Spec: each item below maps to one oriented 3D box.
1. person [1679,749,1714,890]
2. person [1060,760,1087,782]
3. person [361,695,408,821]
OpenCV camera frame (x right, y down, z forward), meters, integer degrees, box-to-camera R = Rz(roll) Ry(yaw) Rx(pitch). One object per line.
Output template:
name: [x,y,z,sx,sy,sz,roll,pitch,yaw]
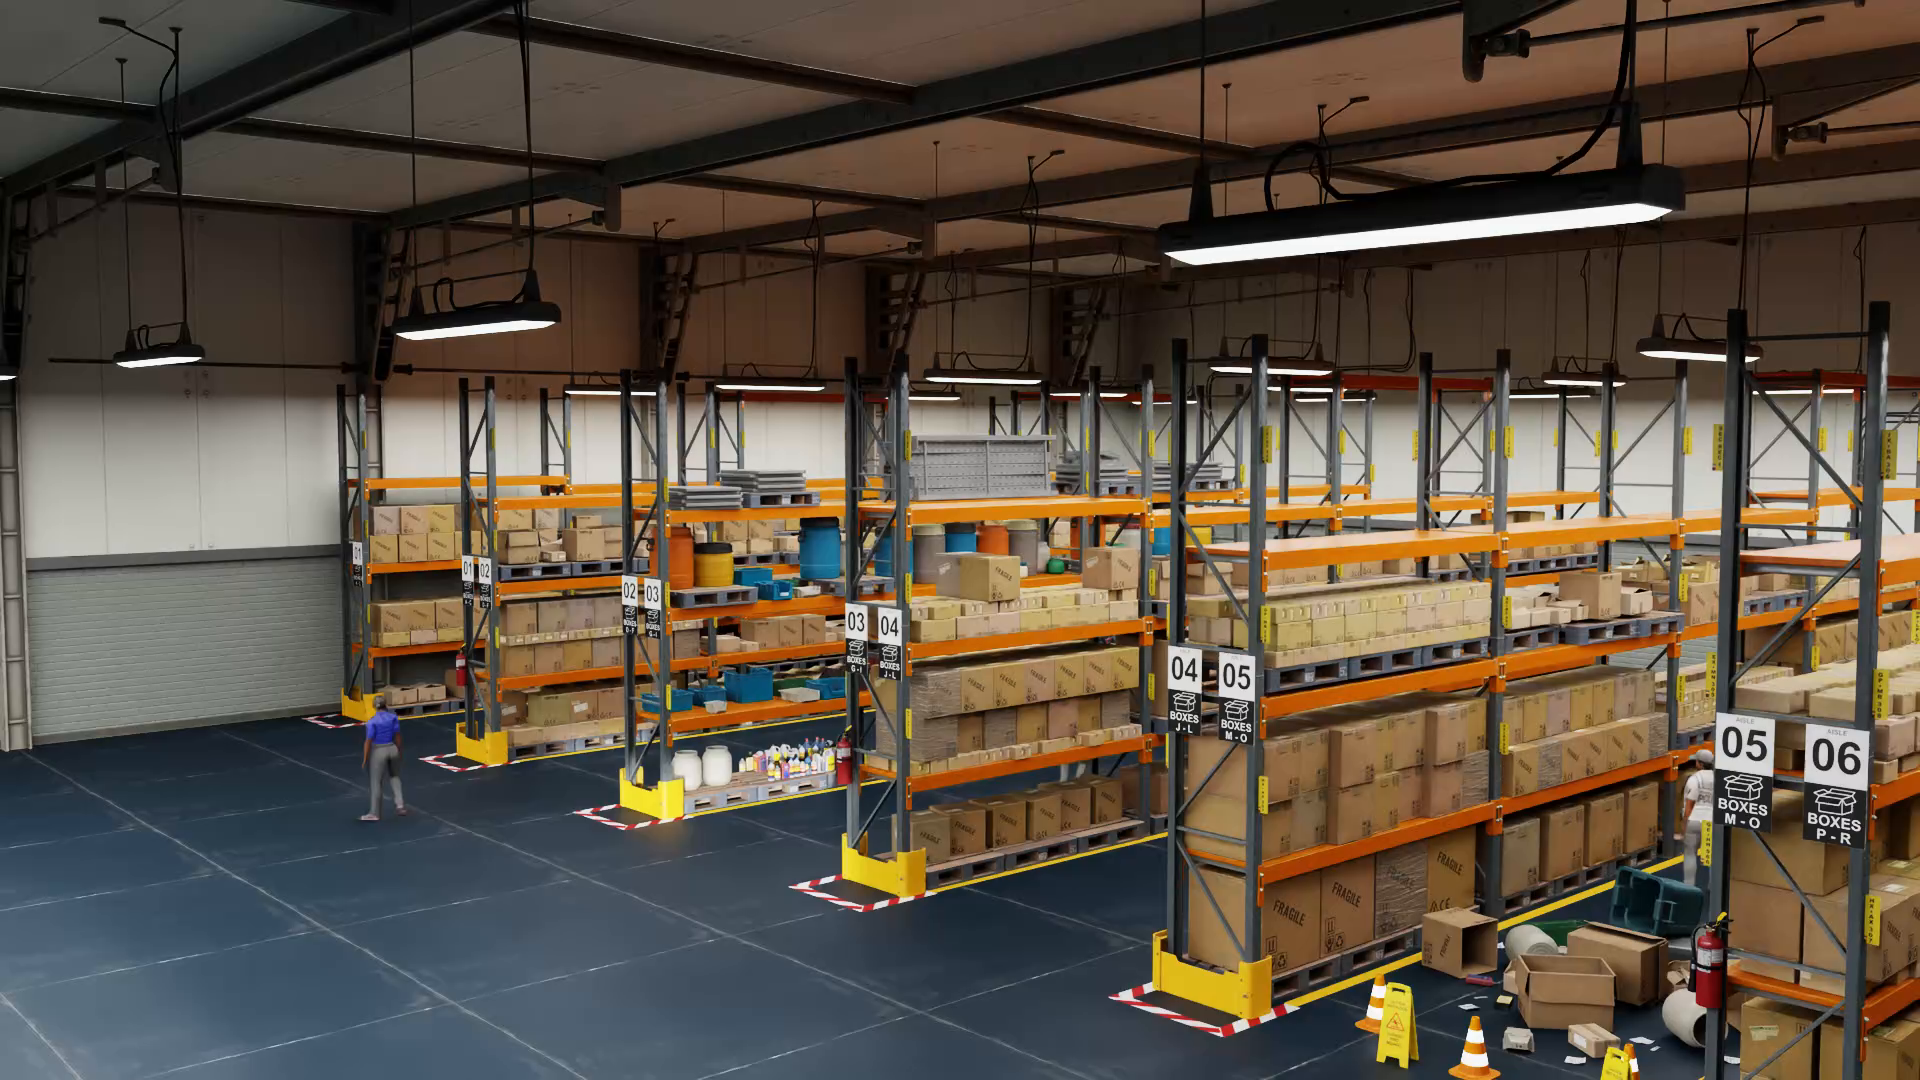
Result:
person: [8.245,3.129,18.454,0.509,1.652,0.558,1,4,9]
person: [1.544,2.815,23.138,0.568,1.726,0.435,1,4,12]
person: [-7.647,2.881,22.070,0.453,1.665,0.549,3,5,35]
